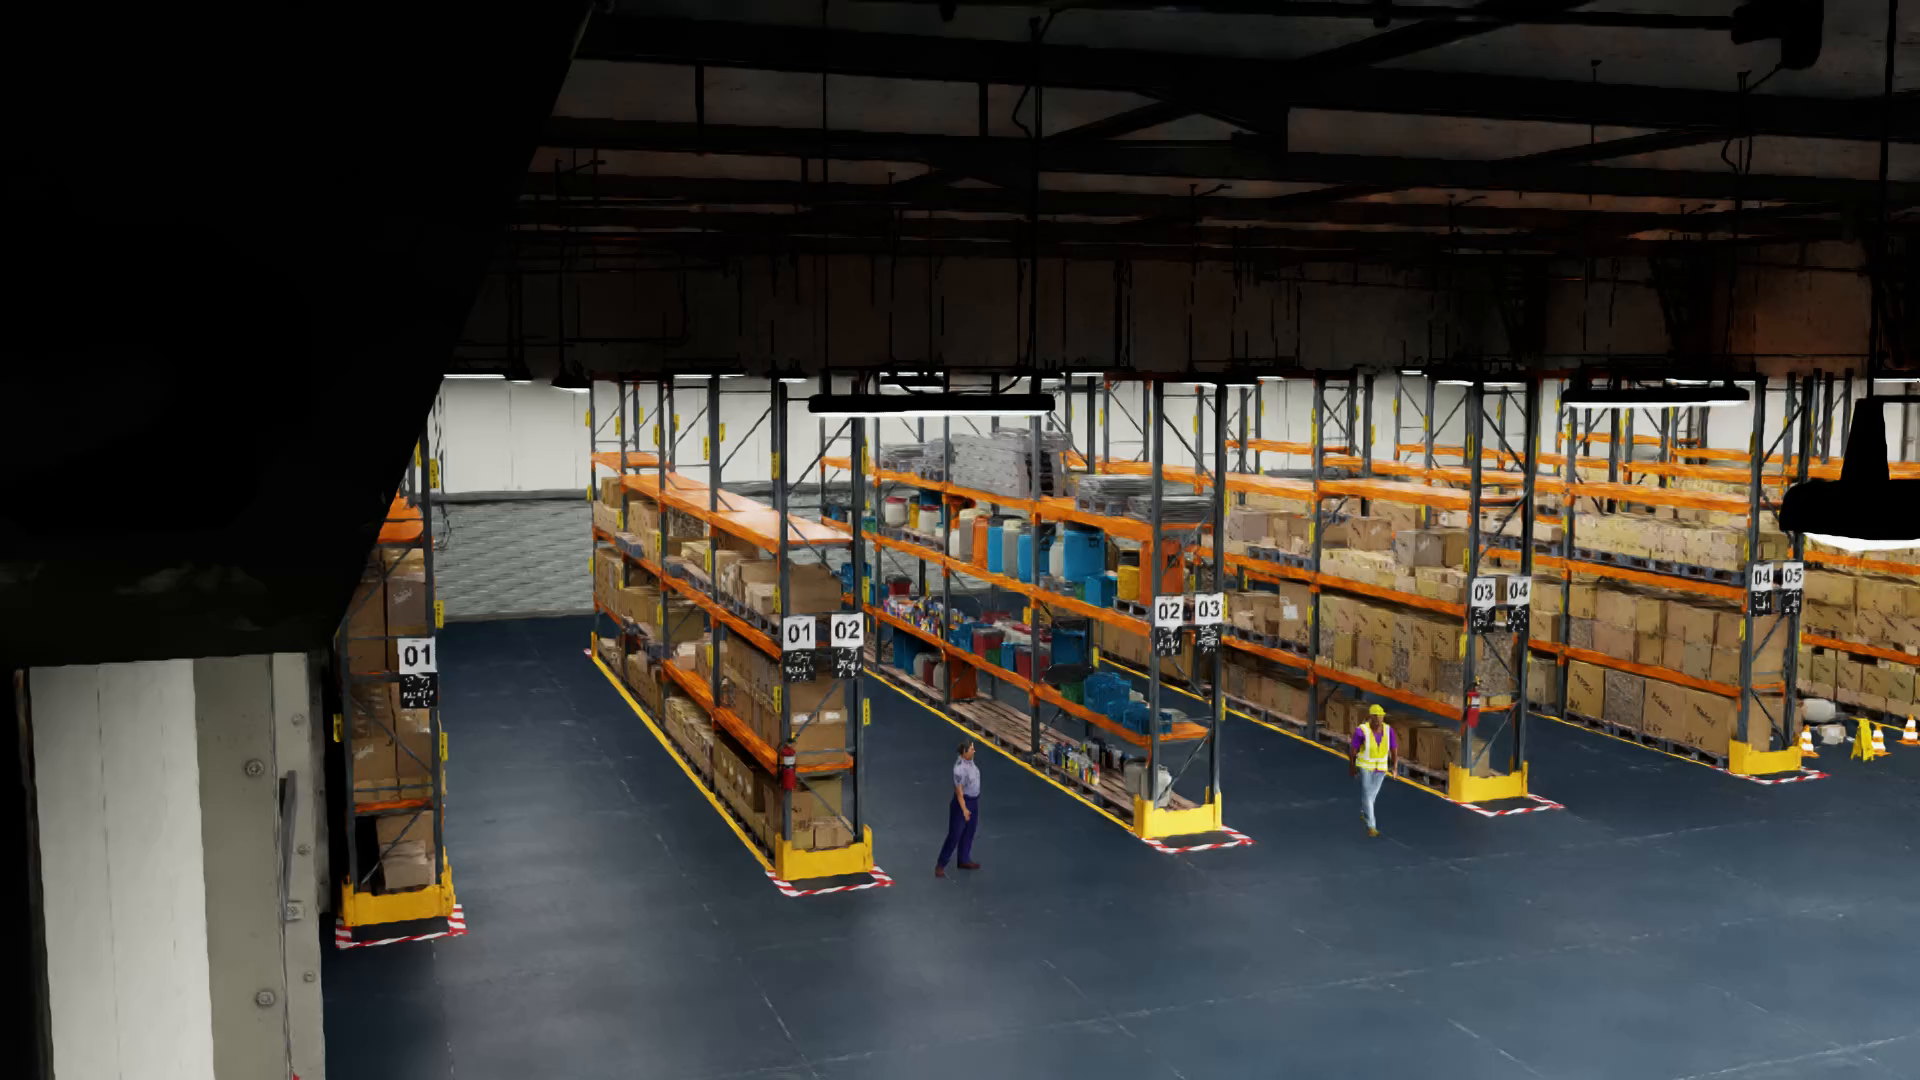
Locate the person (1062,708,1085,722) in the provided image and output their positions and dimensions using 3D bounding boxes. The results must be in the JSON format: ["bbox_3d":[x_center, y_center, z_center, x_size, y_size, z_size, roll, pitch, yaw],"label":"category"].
[{"bbox_3d":[1.944,2.315,28.809,0.532,1.737,0.368,6,8,41],"label":"person"}]

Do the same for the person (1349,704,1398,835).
[{"bbox_3d":[5.508,3.014,22.074,0.571,1.705,1.042,-1,6,-11],"label":"person"}]

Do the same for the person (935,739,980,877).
[{"bbox_3d":[-0.029,3.261,20.314,0.485,1.644,0.679,2,7,20],"label":"person"}]
